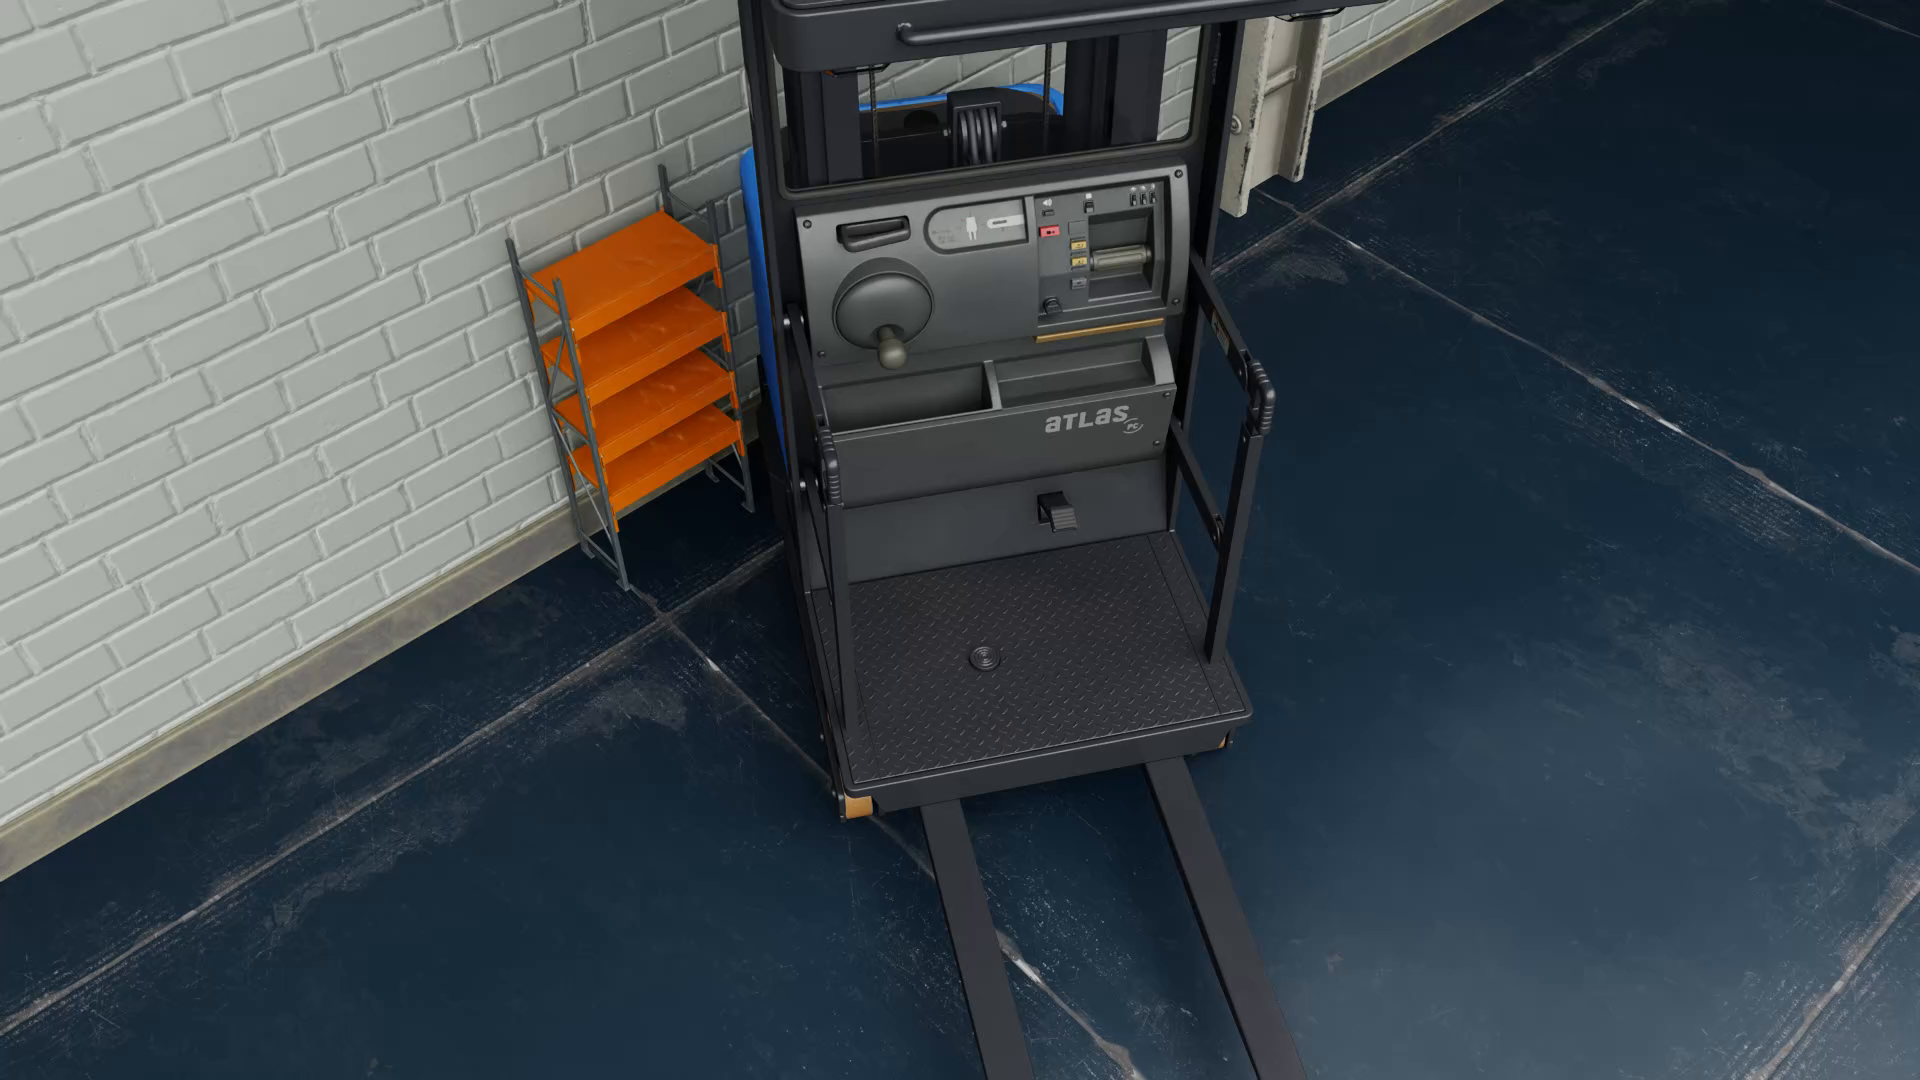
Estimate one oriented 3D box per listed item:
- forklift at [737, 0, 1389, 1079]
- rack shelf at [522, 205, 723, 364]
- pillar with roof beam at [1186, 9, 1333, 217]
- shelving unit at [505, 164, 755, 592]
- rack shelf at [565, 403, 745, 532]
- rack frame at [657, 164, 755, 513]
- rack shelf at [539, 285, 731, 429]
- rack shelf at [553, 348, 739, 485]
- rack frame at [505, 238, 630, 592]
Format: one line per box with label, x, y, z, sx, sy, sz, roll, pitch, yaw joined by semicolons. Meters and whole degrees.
forklift;0.138;-0.548;3.761;1.130;2.935;3.031;-9;48;-9
rack shelf;-0.923;-0.705;4.549;0.480;0.148;0.258;-34;56;-28
pillar with roof beam;4.006;-2.131;1.093;0.400;9.000;9.100;-34;56;-27
shelving unit;-0.923;-0.438;4.838;0.503;1.200;0.258;-34;56;-28
rack shelf;-0.923;-0.258;5.033;0.480;0.148;0.258;-34;56;-28
rack frame;-0.745;-0.560;4.951;0.015;1.200;0.240;-34;56;-28
rack shelf;-0.923;-0.544;4.723;0.480;0.148;0.258;-34;56;-28
rack shelf;-0.923;-0.392;4.887;0.480;0.148;0.258;-34;56;-28
rack frame;-1.102;-0.316;4.725;0.015;1.200;0.240;-34;56;-28
